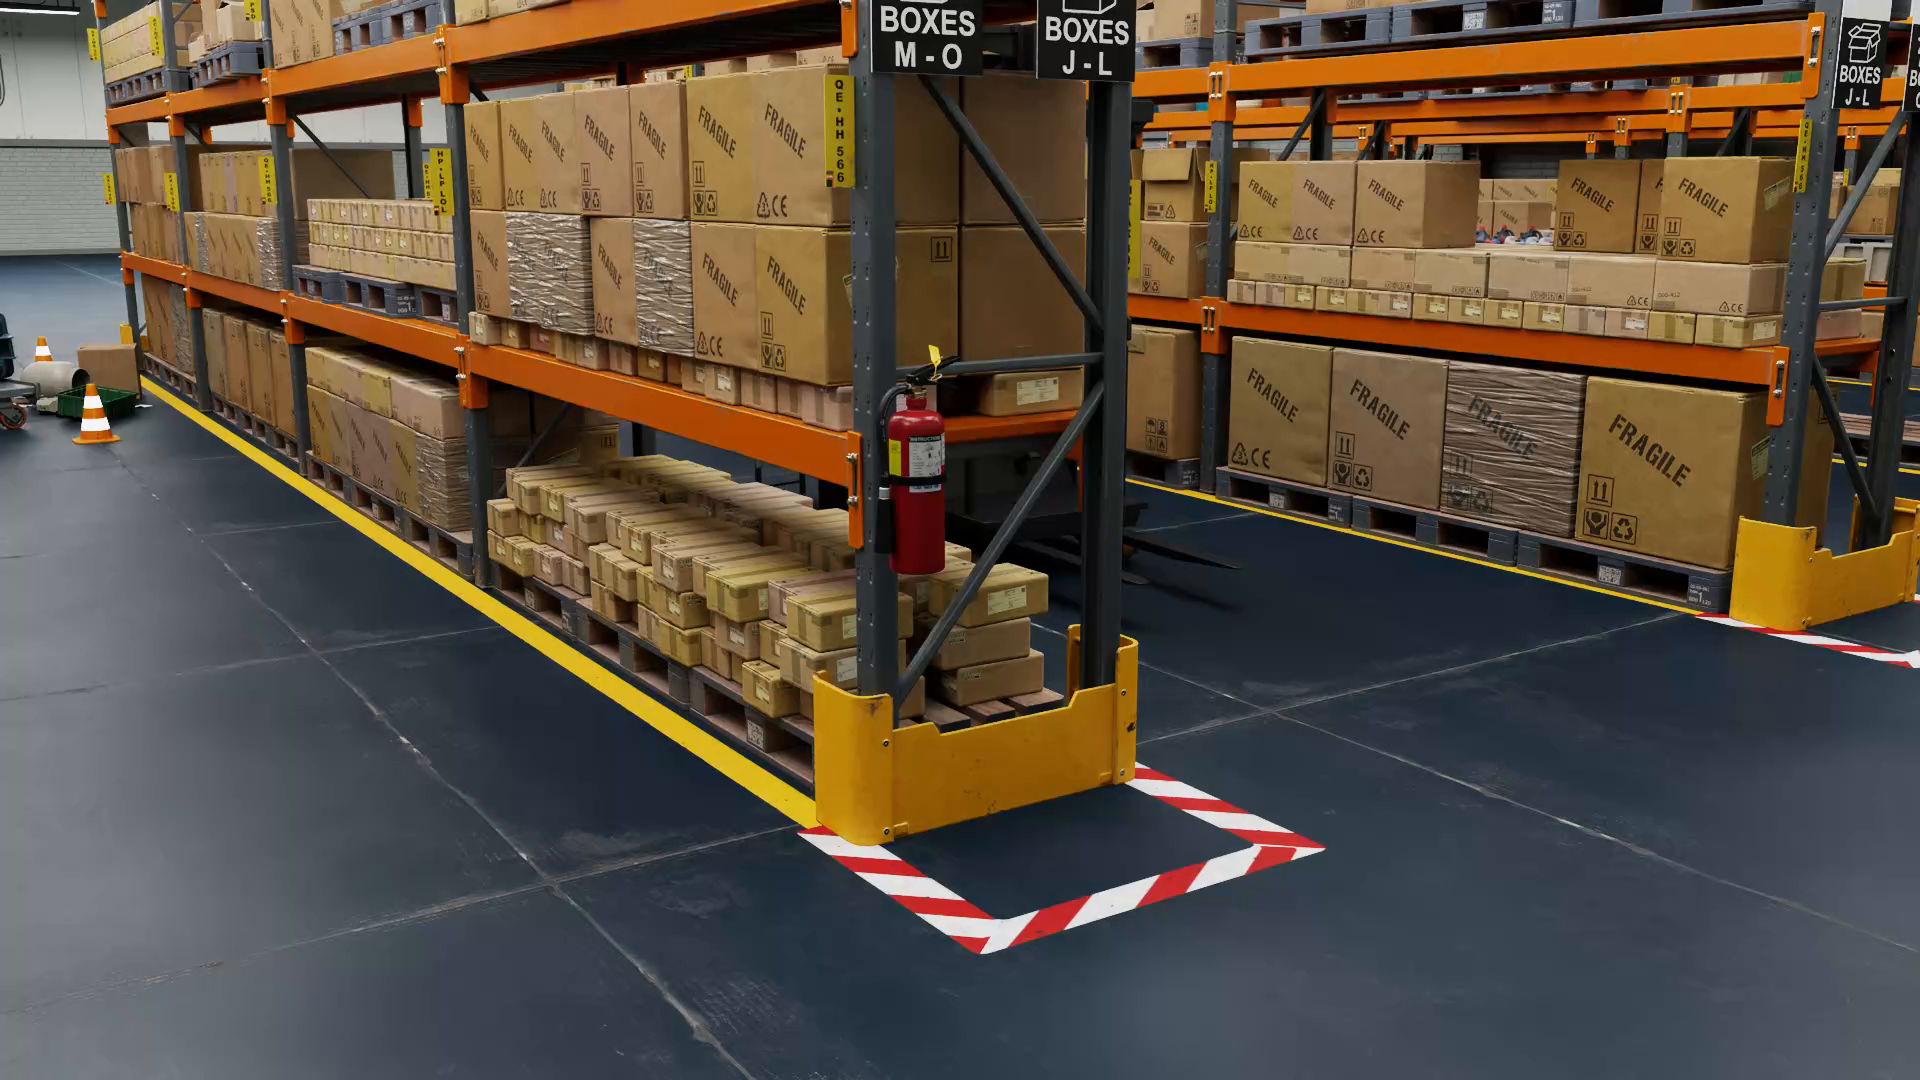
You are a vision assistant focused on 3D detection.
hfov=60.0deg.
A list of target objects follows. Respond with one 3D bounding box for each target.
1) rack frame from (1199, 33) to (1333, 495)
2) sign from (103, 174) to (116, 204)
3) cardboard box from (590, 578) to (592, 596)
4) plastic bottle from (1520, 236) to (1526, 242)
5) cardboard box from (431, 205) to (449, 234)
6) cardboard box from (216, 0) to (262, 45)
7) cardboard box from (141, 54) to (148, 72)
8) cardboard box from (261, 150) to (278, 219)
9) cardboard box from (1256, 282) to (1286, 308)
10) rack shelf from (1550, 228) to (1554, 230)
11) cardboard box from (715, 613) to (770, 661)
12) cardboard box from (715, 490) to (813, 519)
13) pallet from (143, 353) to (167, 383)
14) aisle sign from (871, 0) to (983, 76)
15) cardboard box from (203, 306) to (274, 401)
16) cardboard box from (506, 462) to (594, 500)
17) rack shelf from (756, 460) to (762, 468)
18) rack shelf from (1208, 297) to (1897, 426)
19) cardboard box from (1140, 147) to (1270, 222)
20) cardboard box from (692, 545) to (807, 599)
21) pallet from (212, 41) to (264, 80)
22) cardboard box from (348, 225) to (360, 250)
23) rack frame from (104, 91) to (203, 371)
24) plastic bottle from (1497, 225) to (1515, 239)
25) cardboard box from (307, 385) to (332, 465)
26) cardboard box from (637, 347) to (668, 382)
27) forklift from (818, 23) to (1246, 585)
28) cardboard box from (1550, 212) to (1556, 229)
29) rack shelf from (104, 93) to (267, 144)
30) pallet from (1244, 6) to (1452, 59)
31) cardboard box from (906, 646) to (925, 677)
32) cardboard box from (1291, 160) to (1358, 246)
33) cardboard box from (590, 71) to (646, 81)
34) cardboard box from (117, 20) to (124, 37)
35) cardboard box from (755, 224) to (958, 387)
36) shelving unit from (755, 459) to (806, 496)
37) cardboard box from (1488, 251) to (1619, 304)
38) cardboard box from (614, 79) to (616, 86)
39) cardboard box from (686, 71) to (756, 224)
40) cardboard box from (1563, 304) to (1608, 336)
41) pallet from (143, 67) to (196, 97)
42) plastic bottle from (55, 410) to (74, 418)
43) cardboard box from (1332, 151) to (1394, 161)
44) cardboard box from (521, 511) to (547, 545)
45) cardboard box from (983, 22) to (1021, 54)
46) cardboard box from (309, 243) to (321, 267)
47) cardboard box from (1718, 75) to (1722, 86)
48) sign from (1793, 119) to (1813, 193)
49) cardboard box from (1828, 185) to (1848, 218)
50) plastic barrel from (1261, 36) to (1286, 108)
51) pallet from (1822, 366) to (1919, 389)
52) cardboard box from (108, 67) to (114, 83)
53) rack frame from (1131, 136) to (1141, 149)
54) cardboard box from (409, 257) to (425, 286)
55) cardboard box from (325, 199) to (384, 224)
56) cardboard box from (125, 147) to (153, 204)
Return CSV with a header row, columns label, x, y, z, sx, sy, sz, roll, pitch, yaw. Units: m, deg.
label,x,y,z,sx,sy,sz,roll,pitch,yaw
rack frame,2.083,-1.840,11.257,1.000,3.000,0.127,-8,15,-33
sign,-9.216,-3.802,18.017,0.100,0.325,0.005,-8,15,-33
cardboard box,-1.479,0.187,7.674,0.380,0.149,0.250,-9,15,-35
plastic bottle,5.128,-2.634,15.185,0.097,0.271,0.097,0,12,0
cardboard box,-2.636,-1.740,9.011,0.380,0.149,0.250,-9,15,-34
cardboard box,-5.147,-3.809,12.228,0.500,0.311,0.500,-8,15,-33
cardboard box,-7.428,-4.454,15.556,0.380,0.149,0.250,-8,15,-33
cardboard box,-4.840,-2.691,12.571,0.700,0.500,0.500,-8,15,-34
cardboard box,2.116,-1.579,10.649,0.380,0.149,0.250,-9,15,-35
rack shelf,8.913,-5.026,27.509,1.077,0.370,4.000,-8,15,-33
cardboard box,-0.705,0.330,6.325,0.380,0.149,0.250,-9,15,-35
cardboard box,-0.904,-0.119,7.681,0.380,0.149,0.250,-9,15,-35
pallet,-8.242,-1.910,18.103,1.003,0.211,1.213,-8,15,-33
aisle sign,-0.095,-1.781,4.902,0.394,0.787,0.004,-8,15,-33
cardboard box,-6.115,-1.701,14.900,1.050,0.750,0.750,-8,15,-33
cardboard box,-2.083,-0.289,8.458,0.380,0.149,0.250,-7,14,-30
rack shelf,-0.943,-0.626,10.741,0.431,0.370,0.720,-11,17,-42
rack shelf,3.191,-1.133,9.707,1.077,0.370,4.000,-8,15,-33
cardboard box,1.722,-2.492,11.654,0.797,0.503,0.637,-9,15,-34
cardboard box,-0.821,0.137,6.513,0.380,0.149,0.250,-9,15,-35
pallet,-4.719,-3.464,12.102,1.213,0.211,1.003,-7,14,-30
cardboard box,-3.638,-1.916,10.513,0.380,0.149,0.250,-8,15,-33
rack frame,-8.751,-3.406,18.413,1.000,3.000,0.127,-8,15,-33
plastic bottle,5.256,-2.856,16.016,0.144,0.351,0.185,-8,15,-33
cardboard box,-4.138,-0.811,11.416,0.500,0.500,0.500,-9,15,-35
cardboard box,-1.103,-0.747,6.842,0.380,0.149,0.250,-8,15,-32
forklift,0.332,-1.318,9.026,1.130,2.935,3.031,-8,14,-31
cardboard box,9.507,-5.007,26.041,0.500,0.250,0.500,-8,15,-33
rack shelf,-7.642,-4.164,16.543,1.077,0.370,4.000,-8,15,-33
pallet,2.528,-3.116,10.275,1.003,0.211,1.213,-8,15,-33
cardboard box,-0.123,0.460,6.429,0.380,0.149,0.250,-8,15,-33
cardboard box,2.402,-2.075,10.228,0.500,0.500,0.500,-8,15,-33
cardboard box,-3.968,-5.582,19.246,0.500,0.500,0.500,-8,15,-33
cardboard box,-8.127,-5.068,16.501,0.380,0.149,0.250,-8,15,-33
cardboard box,-0.349,-0.804,5.585,0.500,0.500,0.500,-8,15,-32
shelving unit,-0.943,-0.945,10.671,0.431,1.500,0.755,-11,17,-42
cardboard box,3.247,-1.437,9.065,0.500,0.250,0.500,-9,15,-35
cardboard box,-3.736,-5.211,19.066,0.380,0.149,0.250,-8,15,-33
cardboard box,-0.627,-1.385,5.901,0.500,0.500,0.500,-9,15,-35
cardboard box,3.406,-1.166,8.761,0.380,0.149,0.250,-8,15,-32
pallet,-6.979,-4.263,15.520,1.003,0.211,1.213,-8,15,-33
plastic bottle,-7.944,-1.129,14.882,0.283,0.061,0.133,6,14,26
cardboard box,5.649,-5.196,23.330,0.700,0.500,0.500,-8,15,-32
cardboard box,-1.953,-0.092,8.257,0.380,0.149,0.250,-8,15,-32
cardboard box,0.265,-4.173,13.676,0.797,0.503,0.637,-7,14,-29
cardboard box,-4.238,-1.962,11.416,0.380,0.149,0.250,-8,15,-34
cardboard box,8.668,-5.074,18.786,0.910,0.500,0.500,-8,15,-33
sign,3.840,-1.749,7.572,0.100,0.325,0.005,-8,15,-33
cardboard box,9.302,-3.573,17.963,0.500,0.500,0.700,11,16,41
plastic barrel,3.354,-5.101,18.141,0.600,0.830,0.708,-8,15,-33
pallet,9.850,-1.790,17.554,1.003,0.211,1.213,-8,15,-33
cardboard box,-8.686,-4.858,17.405,0.380,0.149,0.250,-8,15,-32
rack frame,1.774,-3.849,20.443,1.000,3.000,0.127,-8,15,-33
cardboard box,-2.906,-1.536,9.471,0.380,0.149,0.250,-9,15,-36
cardboard box,-3.940,-2.159,10.926,0.380,0.149,0.250,-8,15,-33
cardboard box,-7.998,-3.733,17.033,0.875,0.550,0.550,-8,15,-33
